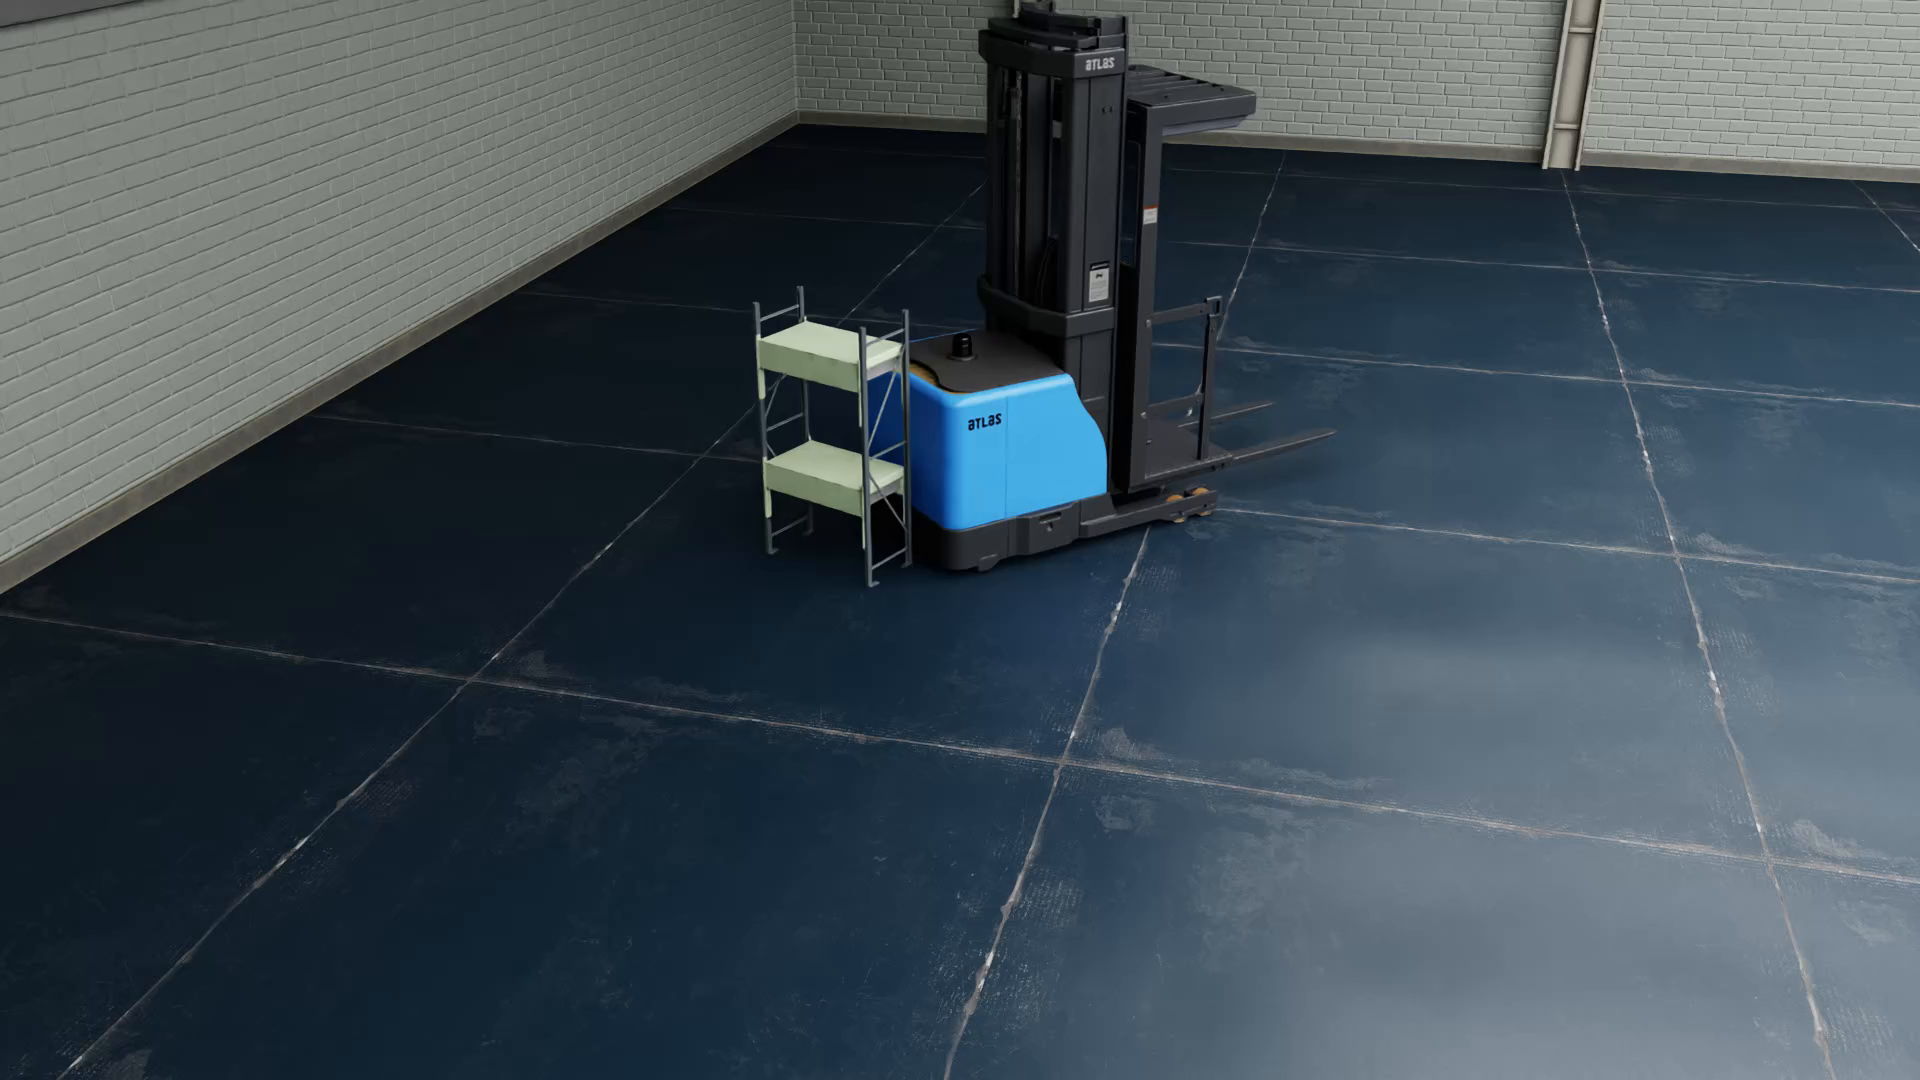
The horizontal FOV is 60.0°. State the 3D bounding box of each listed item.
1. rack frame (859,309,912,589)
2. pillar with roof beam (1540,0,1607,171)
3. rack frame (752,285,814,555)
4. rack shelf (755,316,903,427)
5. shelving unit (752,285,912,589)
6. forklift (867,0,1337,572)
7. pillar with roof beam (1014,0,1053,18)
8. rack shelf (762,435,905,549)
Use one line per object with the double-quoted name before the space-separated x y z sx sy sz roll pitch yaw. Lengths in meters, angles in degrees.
"rack frame" -0.397 -0.480 9.014 0.023 1.500 0.400 17 30 32
"pillar with roof beam" 5.585 -6.418 12.763 0.400 9.000 9.100 6 26 13
"rack frame" -0.993 -0.663 9.398 0.023 1.500 0.400 17 30 32
"rack shelf" -0.695 -0.924 9.038 0.720 0.370 0.431 17 30 32
"shelving unit" -0.695 -0.572 9.206 0.755 1.500 0.431 17 30 32
"forklift" 0.964 -1.604 9.710 3.031 2.935 1.130 -15 29 -28
"pillar with roof beam" -0.225 -7.061 14.112 0.400 9.000 9.100 6 26 13
"rack shelf" -0.695 -0.277 9.346 0.720 0.370 0.431 17 30 32
